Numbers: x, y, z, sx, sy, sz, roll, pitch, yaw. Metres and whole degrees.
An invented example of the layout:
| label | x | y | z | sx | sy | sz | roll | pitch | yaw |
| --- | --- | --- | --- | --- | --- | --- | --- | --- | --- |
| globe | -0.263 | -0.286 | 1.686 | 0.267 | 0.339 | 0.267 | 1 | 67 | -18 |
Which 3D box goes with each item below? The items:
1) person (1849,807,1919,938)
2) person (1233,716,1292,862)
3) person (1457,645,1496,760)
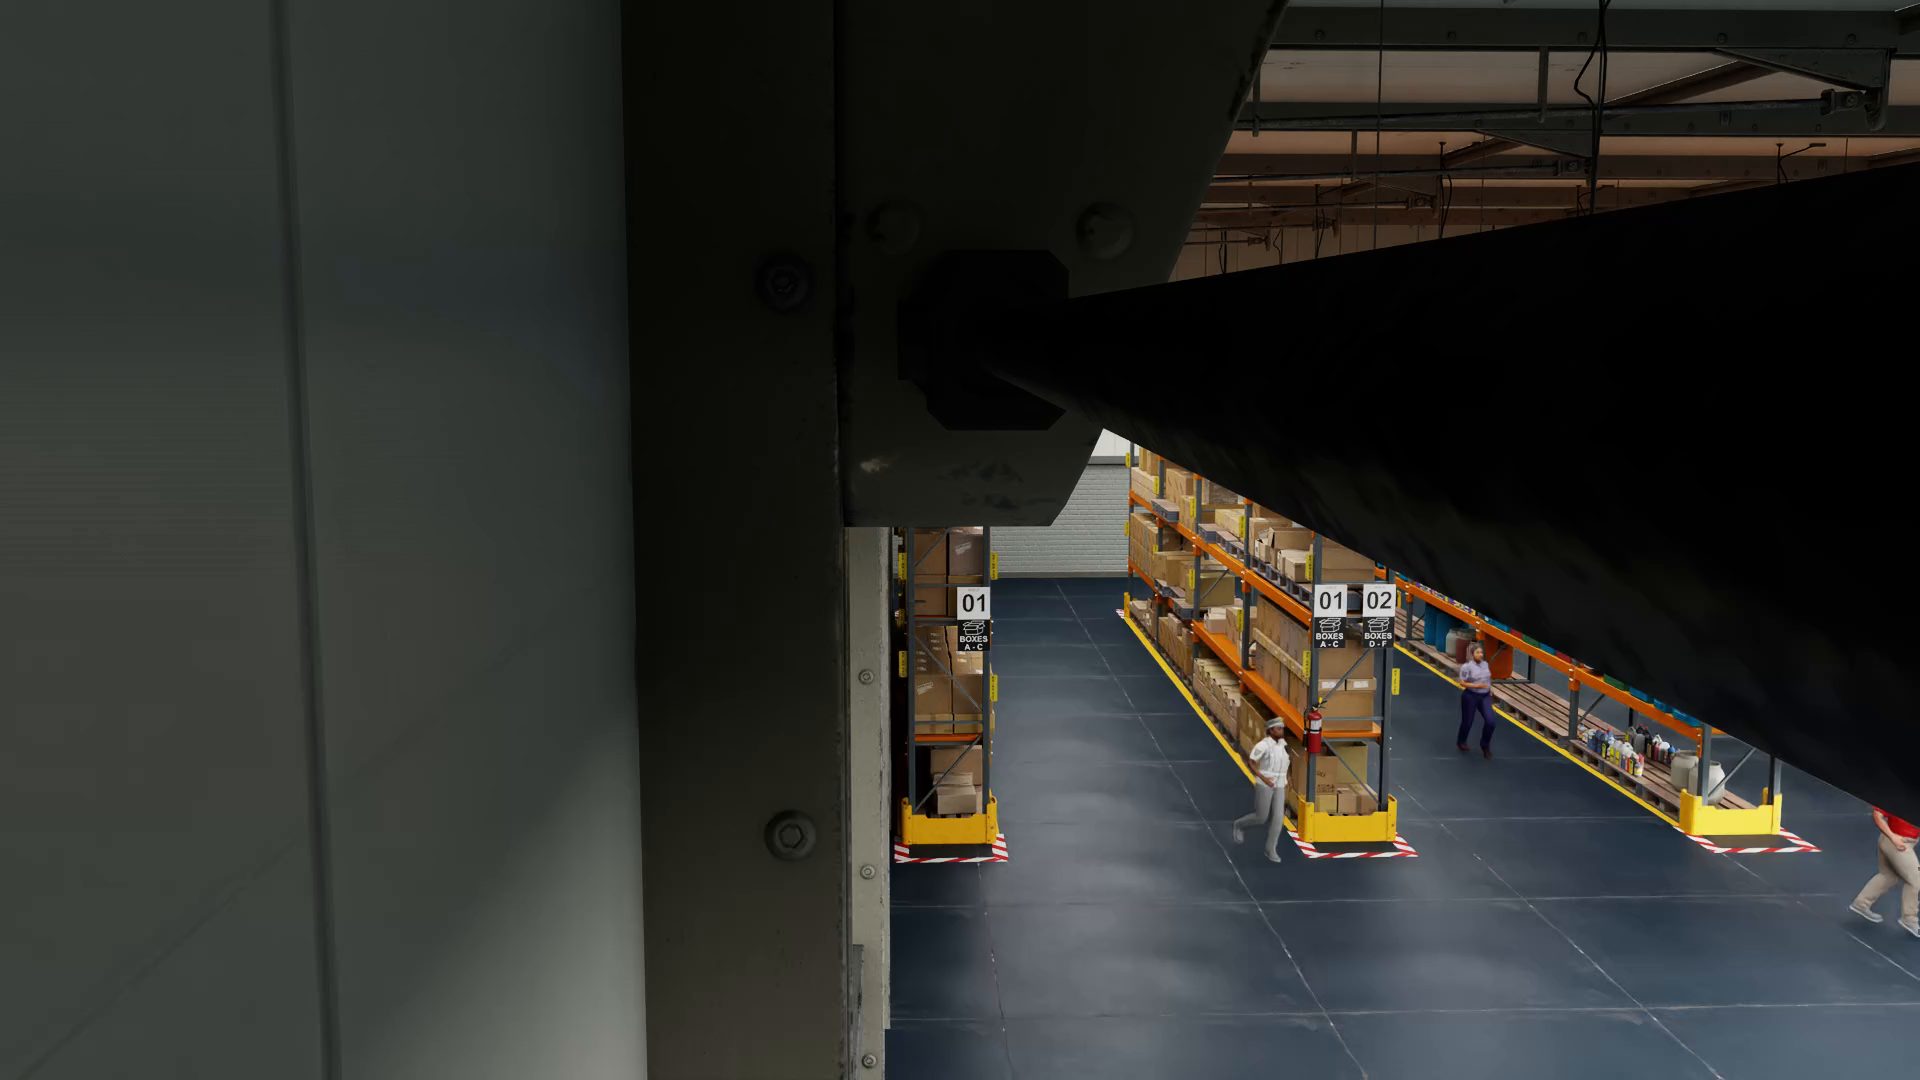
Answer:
| label | x | y | z | sx | sy | sz | roll | pitch | yaw |
| --- | --- | --- | --- | --- | --- | --- | --- | --- | --- |
| person | 9.811 | 3.259 | 17.443 | 0.760 | 1.794 | 0.643 | 3 | 8 | 23 |
| person | 3.714 | 2.914 | 19.792 | 0.640 | 1.644 | 0.820 | -4 | 8 | -28 |
| person | 7.616 | 2.390 | 24.545 | 0.595 | 1.696 | 0.713 | -1 | 7 | -9 |
